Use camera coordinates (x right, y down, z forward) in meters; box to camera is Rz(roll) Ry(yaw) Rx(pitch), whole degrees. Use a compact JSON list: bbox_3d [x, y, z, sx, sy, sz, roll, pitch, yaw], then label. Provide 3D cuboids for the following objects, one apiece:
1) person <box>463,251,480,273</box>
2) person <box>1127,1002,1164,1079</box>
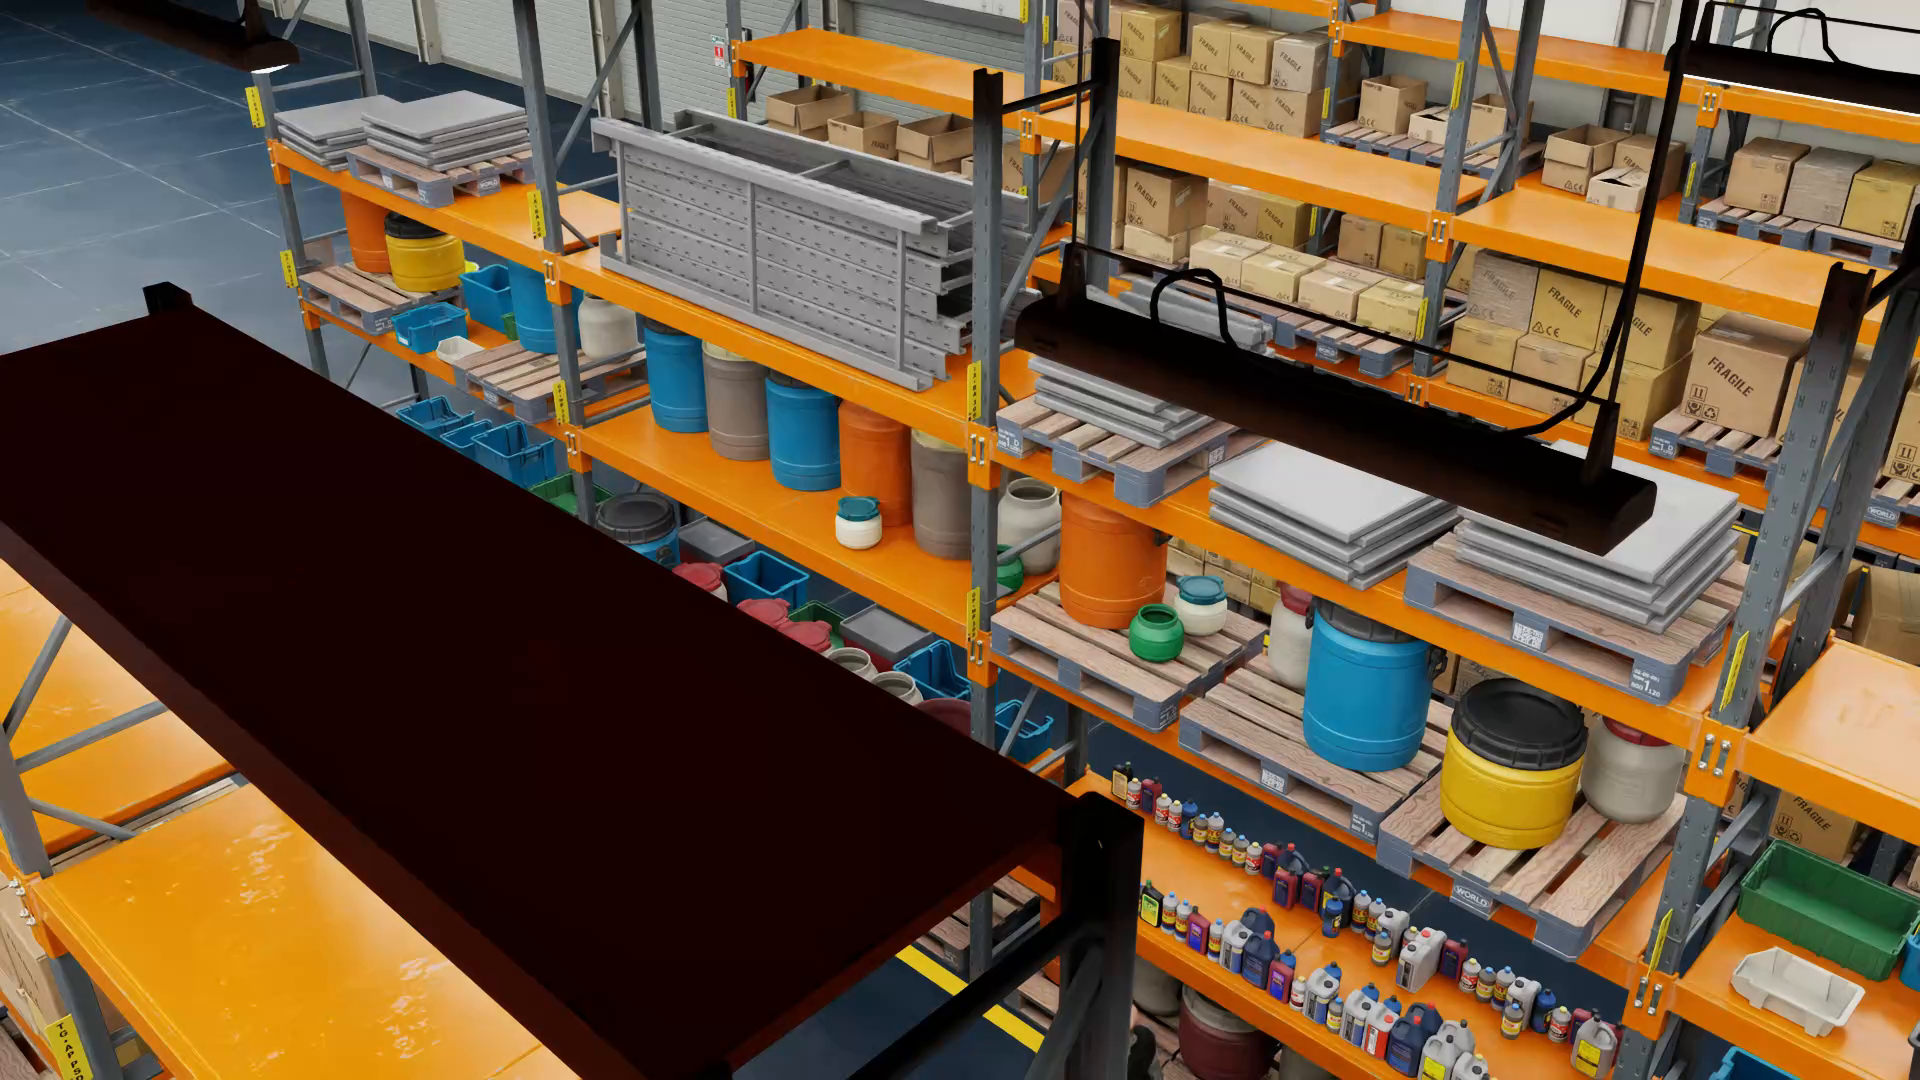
[{"bbox_3d":[-5.711,-2.601,19.052,1.033,1.705,0.591,5,30,9],"label":"person"},{"bbox_3d":[0.722,2.979,8.790,1.062,1.558,0.549,18,34,29],"label":"person"}]
